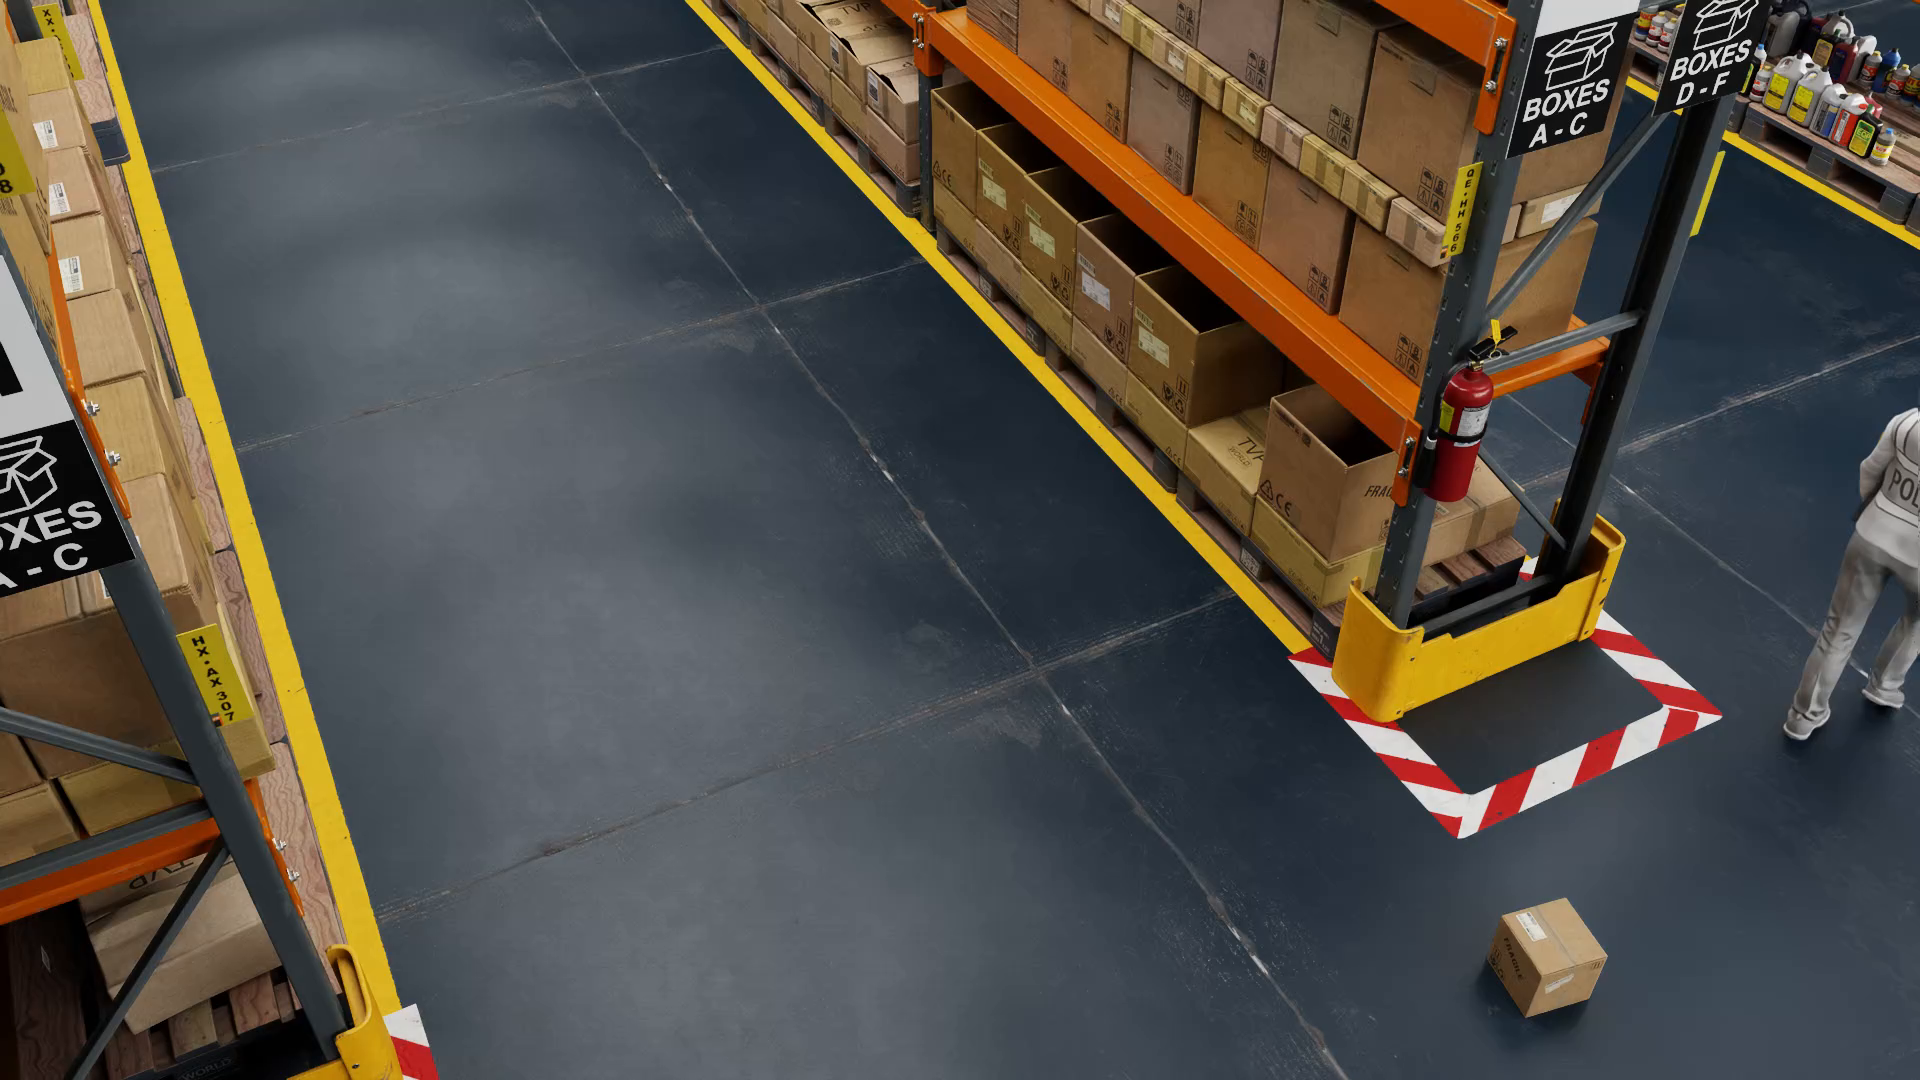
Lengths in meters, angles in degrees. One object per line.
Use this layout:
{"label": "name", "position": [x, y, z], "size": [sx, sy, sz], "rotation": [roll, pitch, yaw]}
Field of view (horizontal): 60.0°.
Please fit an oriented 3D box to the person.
{"label": "person", "position": [3.451, 0.047, 6.109], "size": [0.644, 1.741, 0.509], "rotation": [-33, 51, -32]}
